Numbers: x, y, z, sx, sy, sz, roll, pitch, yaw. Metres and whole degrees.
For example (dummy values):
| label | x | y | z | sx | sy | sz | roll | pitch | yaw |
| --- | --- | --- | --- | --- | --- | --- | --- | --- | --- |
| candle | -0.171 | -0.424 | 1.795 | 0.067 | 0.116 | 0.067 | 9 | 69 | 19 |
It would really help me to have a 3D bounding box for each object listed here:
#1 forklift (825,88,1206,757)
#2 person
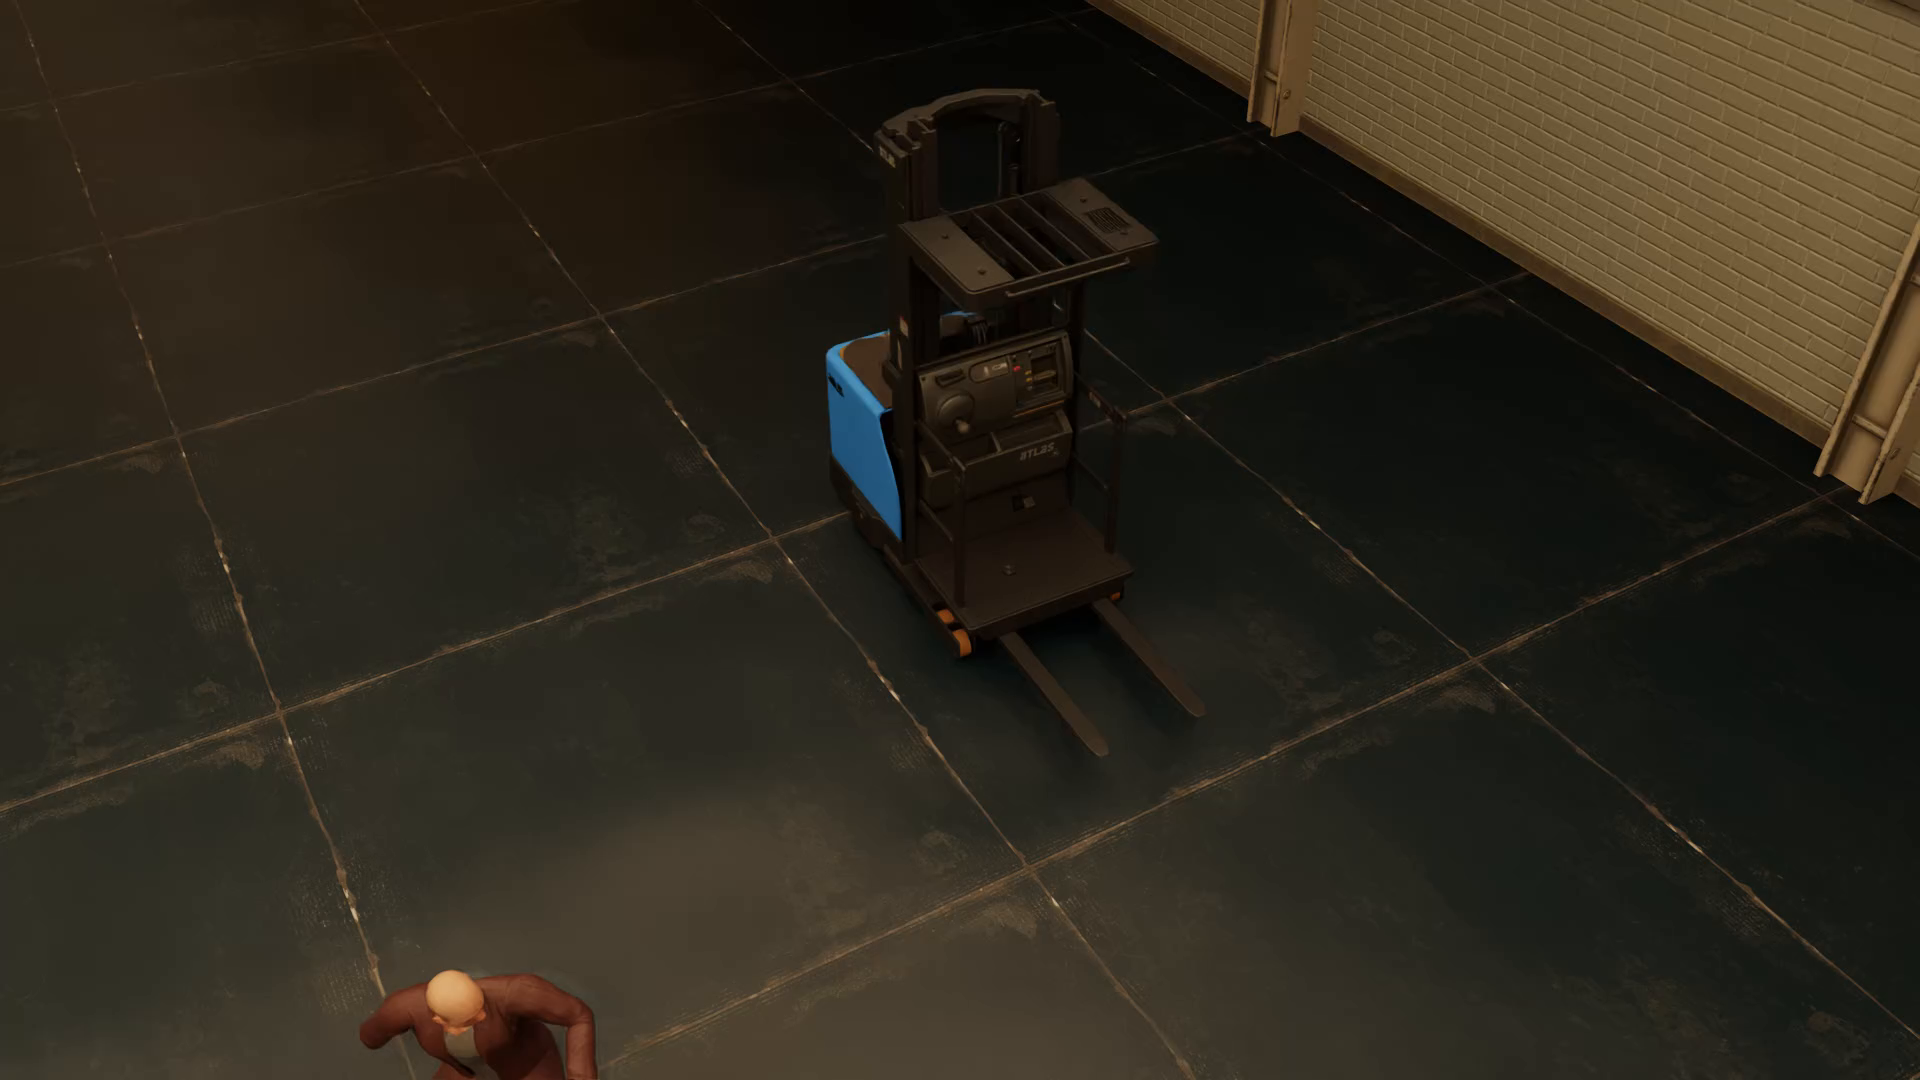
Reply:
| label | x | y | z | sx | sy | sz | roll | pitch | yaw |
| --- | --- | --- | --- | --- | --- | --- | --- | --- | --- |
| forklift | 0.307 | -0.784 | 8.981 | 1.130 | 2.935 | 3.031 | -19 | 43 | -21 |
| person | -1.892 | 2.144 | 6.565 | 1.069 | 1.689 | 0.539 | 3 | 40 | 3 |
